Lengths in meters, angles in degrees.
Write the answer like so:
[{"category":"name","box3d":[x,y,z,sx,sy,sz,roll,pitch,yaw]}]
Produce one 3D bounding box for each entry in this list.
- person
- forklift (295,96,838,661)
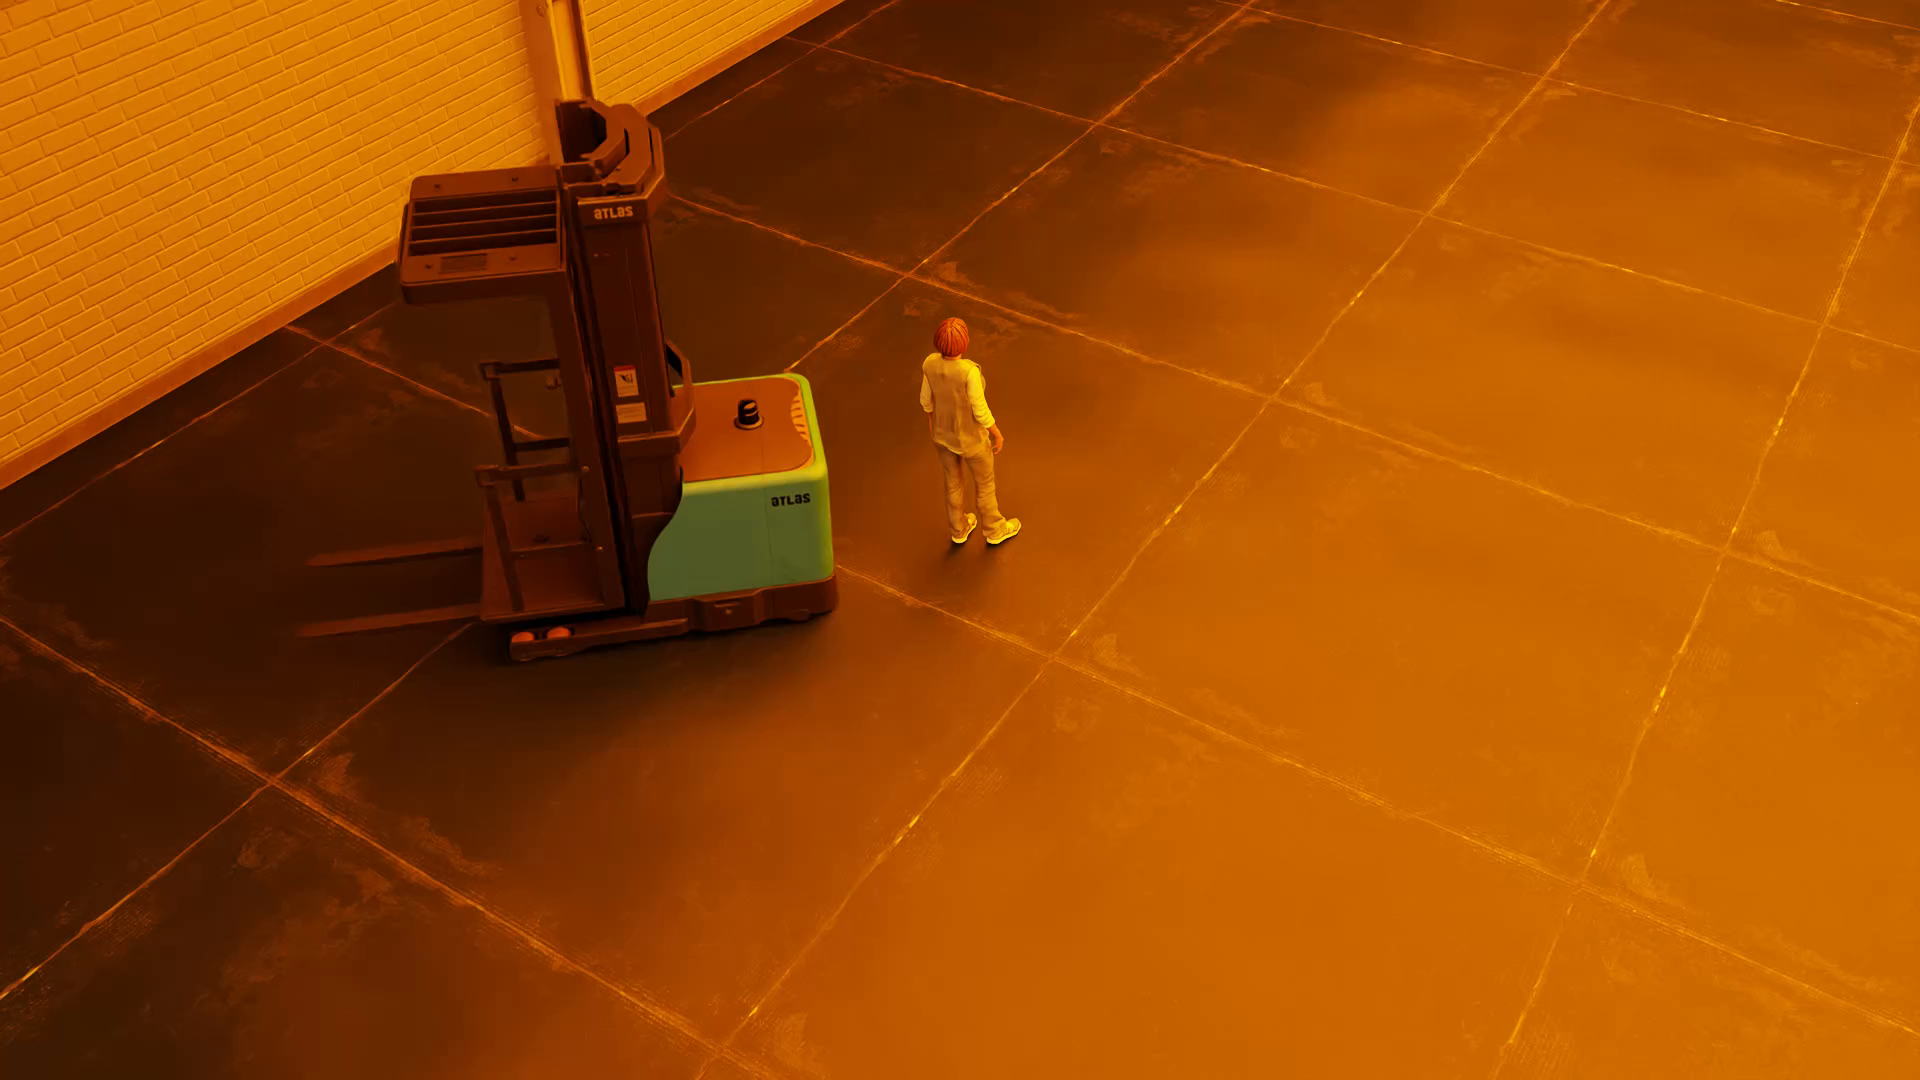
[{"category":"person","box3d":[0.052,-0.650,9.755,0.519,1.598,0.474,22,45,24]},{"category":"forklift","box3d":[-2.279,-0.805,8.917,3.031,2.935,1.130,-7,41,-8]}]
